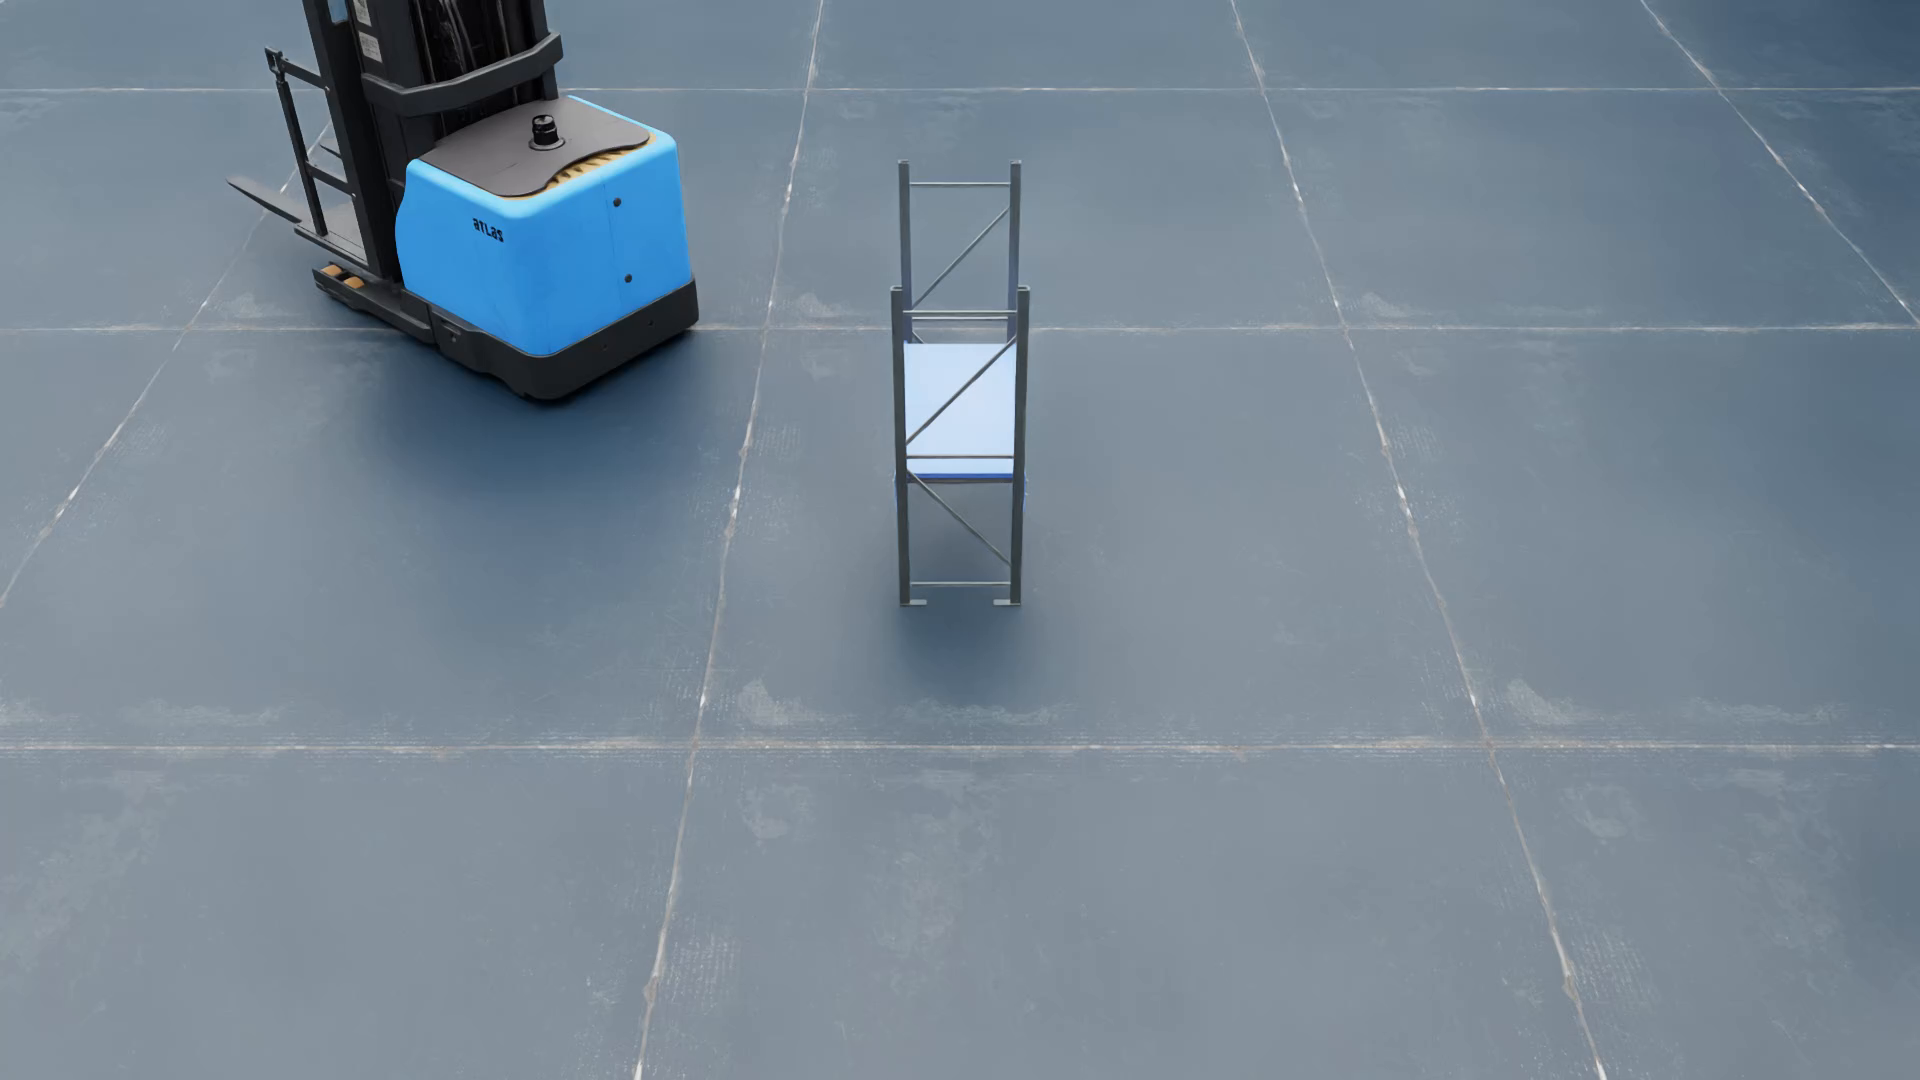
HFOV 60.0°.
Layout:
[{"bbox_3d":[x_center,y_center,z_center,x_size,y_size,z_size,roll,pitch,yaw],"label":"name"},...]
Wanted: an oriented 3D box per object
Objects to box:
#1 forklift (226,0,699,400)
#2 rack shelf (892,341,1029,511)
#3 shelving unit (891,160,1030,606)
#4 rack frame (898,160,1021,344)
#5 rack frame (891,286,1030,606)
[{"bbox_3d":[-2.801,-2.588,8.136,3.031,2.935,1.130,27,46,30],"label":"forklift"},{"bbox_3d":[0.000,-0.498,6.960,0.538,0.185,1.000,0,39,0],"label":"rack shelf"},{"bbox_3d":[0.000,-0.639,6.848,0.538,1.500,1.048,0,39,0],"label":"shelving unit"},{"bbox_3d":[-0.001,-0.956,7.244,0.500,1.500,0.032,0,39,0],"label":"rack frame"},{"bbox_3d":[0.000,-0.321,6.451,0.500,1.500,0.032,0,39,0],"label":"rack frame"}]
